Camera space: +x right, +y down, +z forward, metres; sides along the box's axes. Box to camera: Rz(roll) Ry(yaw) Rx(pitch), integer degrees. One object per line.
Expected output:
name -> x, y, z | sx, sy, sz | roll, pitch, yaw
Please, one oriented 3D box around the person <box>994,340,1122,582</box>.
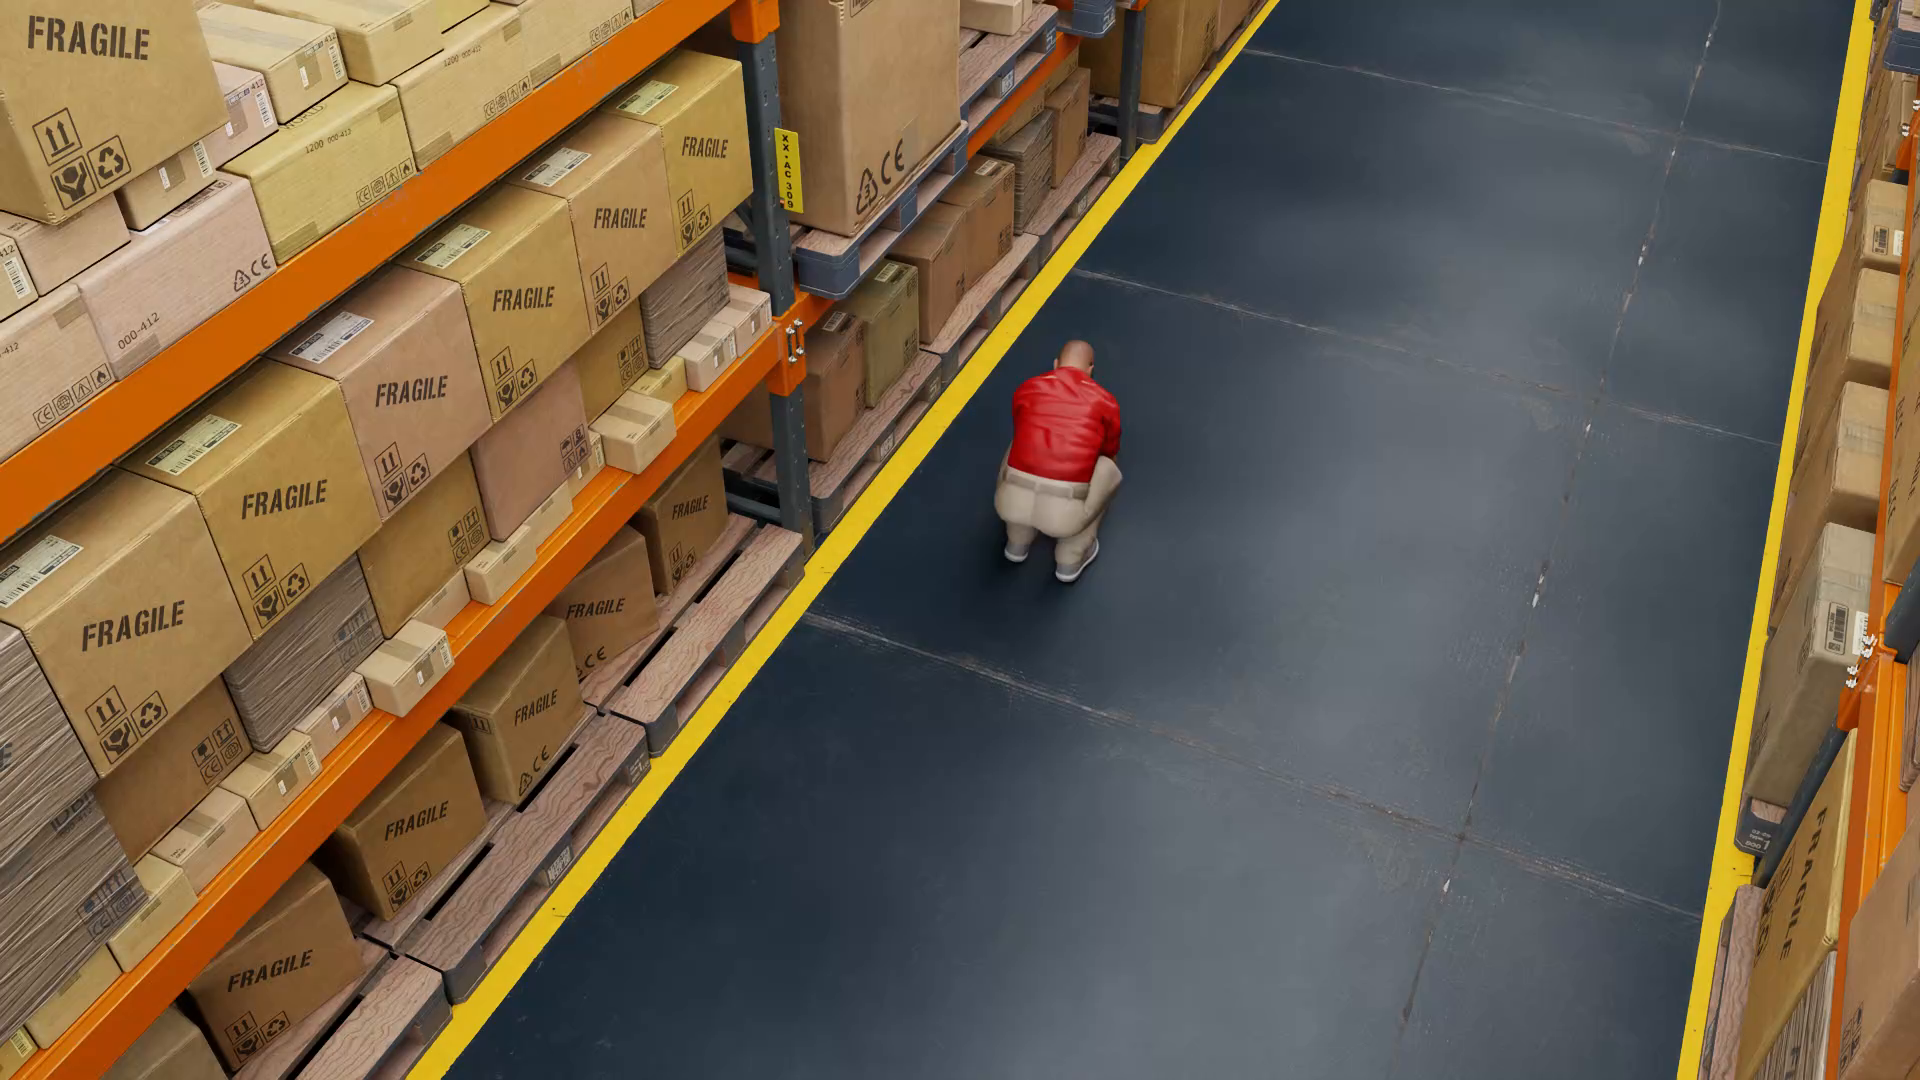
person -> 0.437, -0.307, 7.286 | 0.533, 0.843, 0.904 | 14, 44, 15
